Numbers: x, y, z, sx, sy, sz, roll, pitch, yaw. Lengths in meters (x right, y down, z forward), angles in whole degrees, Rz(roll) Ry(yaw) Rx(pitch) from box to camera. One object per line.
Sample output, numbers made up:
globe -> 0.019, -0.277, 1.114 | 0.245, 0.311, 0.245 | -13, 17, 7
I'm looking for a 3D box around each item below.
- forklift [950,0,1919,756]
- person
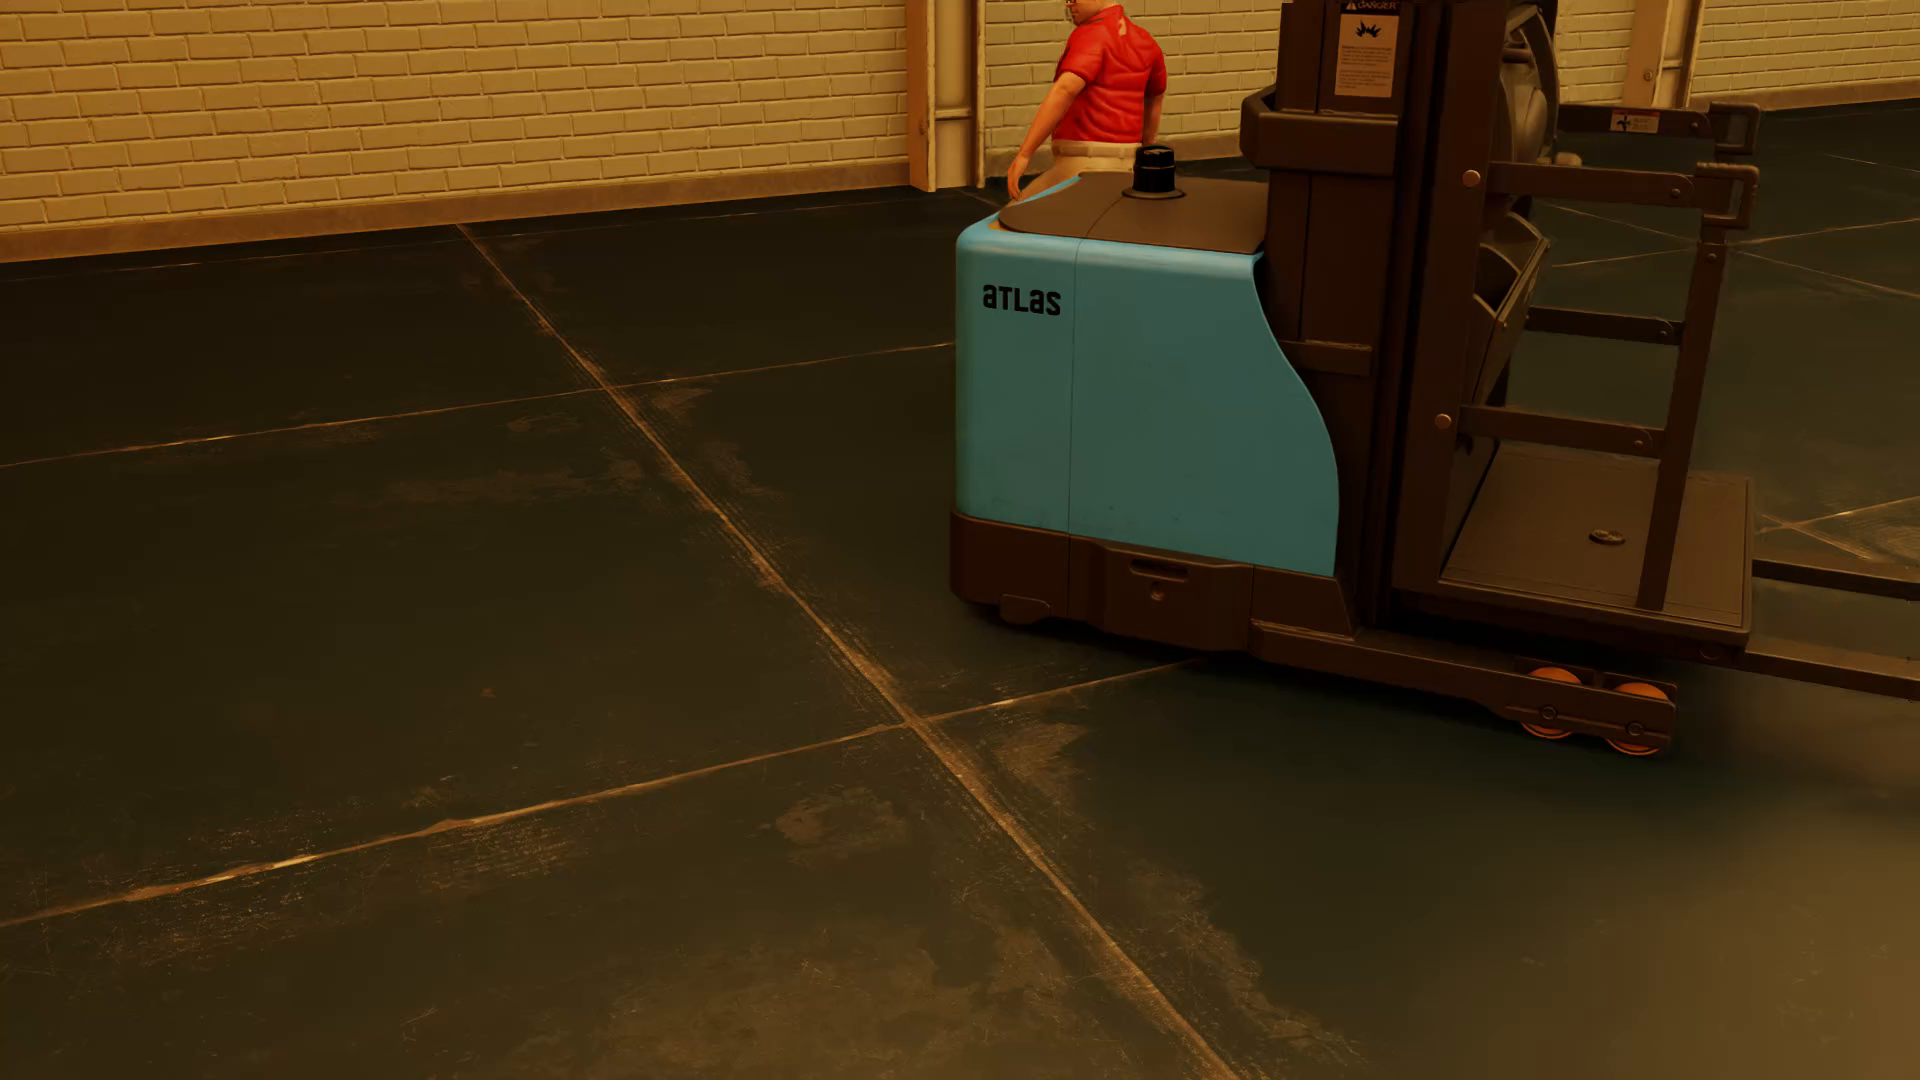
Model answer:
forklift -> 1.535, -1.081, 3.889 | 3.031, 2.935, 1.130 | 10, 24, 22
person -> 0.502, -1.454, 6.580 | 0.997, 1.620, 0.516 | -17, 28, -35
